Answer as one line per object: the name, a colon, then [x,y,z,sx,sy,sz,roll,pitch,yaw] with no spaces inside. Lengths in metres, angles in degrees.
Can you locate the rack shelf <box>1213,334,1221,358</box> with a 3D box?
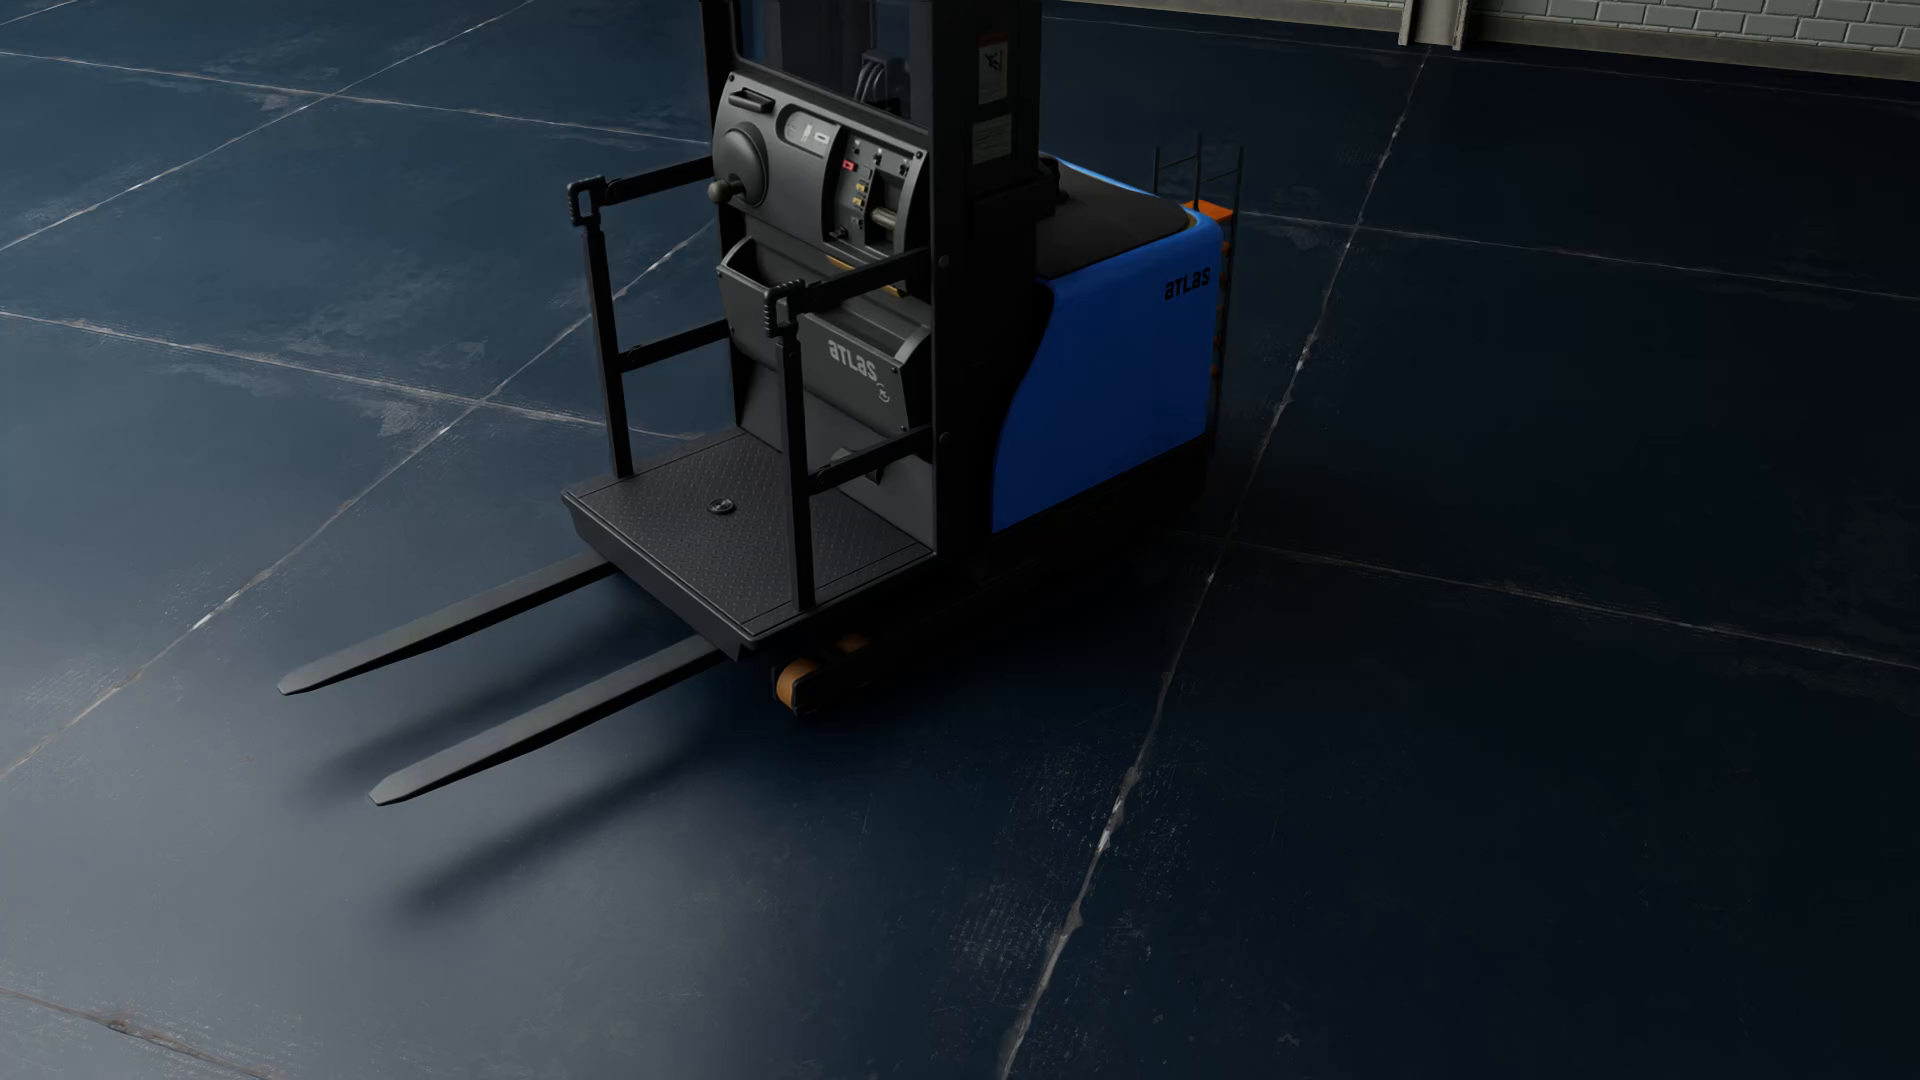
rack shelf: [0.806,-0.680,6.001,0.258,0.103,0.180,-26,41,-34]

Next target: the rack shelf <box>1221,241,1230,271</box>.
rack shelf: [0.806,-0.983,5.806,0.258,0.103,0.180,-26,41,-34]

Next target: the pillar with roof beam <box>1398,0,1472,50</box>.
pillar with roof beam: [1.600,-4.808,4.900,0.400,9.000,9.100,11,34,16]

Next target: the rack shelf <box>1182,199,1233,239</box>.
rack shelf: [0.806,-1.084,5.740,0.258,0.103,0.180,-26,41,-34]

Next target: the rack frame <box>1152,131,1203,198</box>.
rack frame: [0.744,-0.855,5.968,0.240,1.200,0.006,-26,41,-34]

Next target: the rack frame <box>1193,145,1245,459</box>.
rack frame: [0.867,-0.782,5.855,0.240,1.200,0.006,-26,41,-34]

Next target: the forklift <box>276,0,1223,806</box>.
forklift: [-0.574,-1.035,4.652,3.031,2.935,1.130,-25,41,-33]

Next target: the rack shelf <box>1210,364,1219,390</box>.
rack shelf: [0.806,-0.580,6.066,0.258,0.103,0.180,-26,41,-34]

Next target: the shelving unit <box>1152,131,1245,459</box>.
shelving unit: [0.806,-0.819,5.912,0.258,1.200,0.189,-26,41,-34]

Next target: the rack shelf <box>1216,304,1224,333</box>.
rack shelf: [0.806,-0.781,5.936,0.258,0.103,0.180,-26,41,-34]

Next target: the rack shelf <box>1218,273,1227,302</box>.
rack shelf: [0.806,-0.882,5.871,0.258,0.103,0.180,-26,41,-34]
